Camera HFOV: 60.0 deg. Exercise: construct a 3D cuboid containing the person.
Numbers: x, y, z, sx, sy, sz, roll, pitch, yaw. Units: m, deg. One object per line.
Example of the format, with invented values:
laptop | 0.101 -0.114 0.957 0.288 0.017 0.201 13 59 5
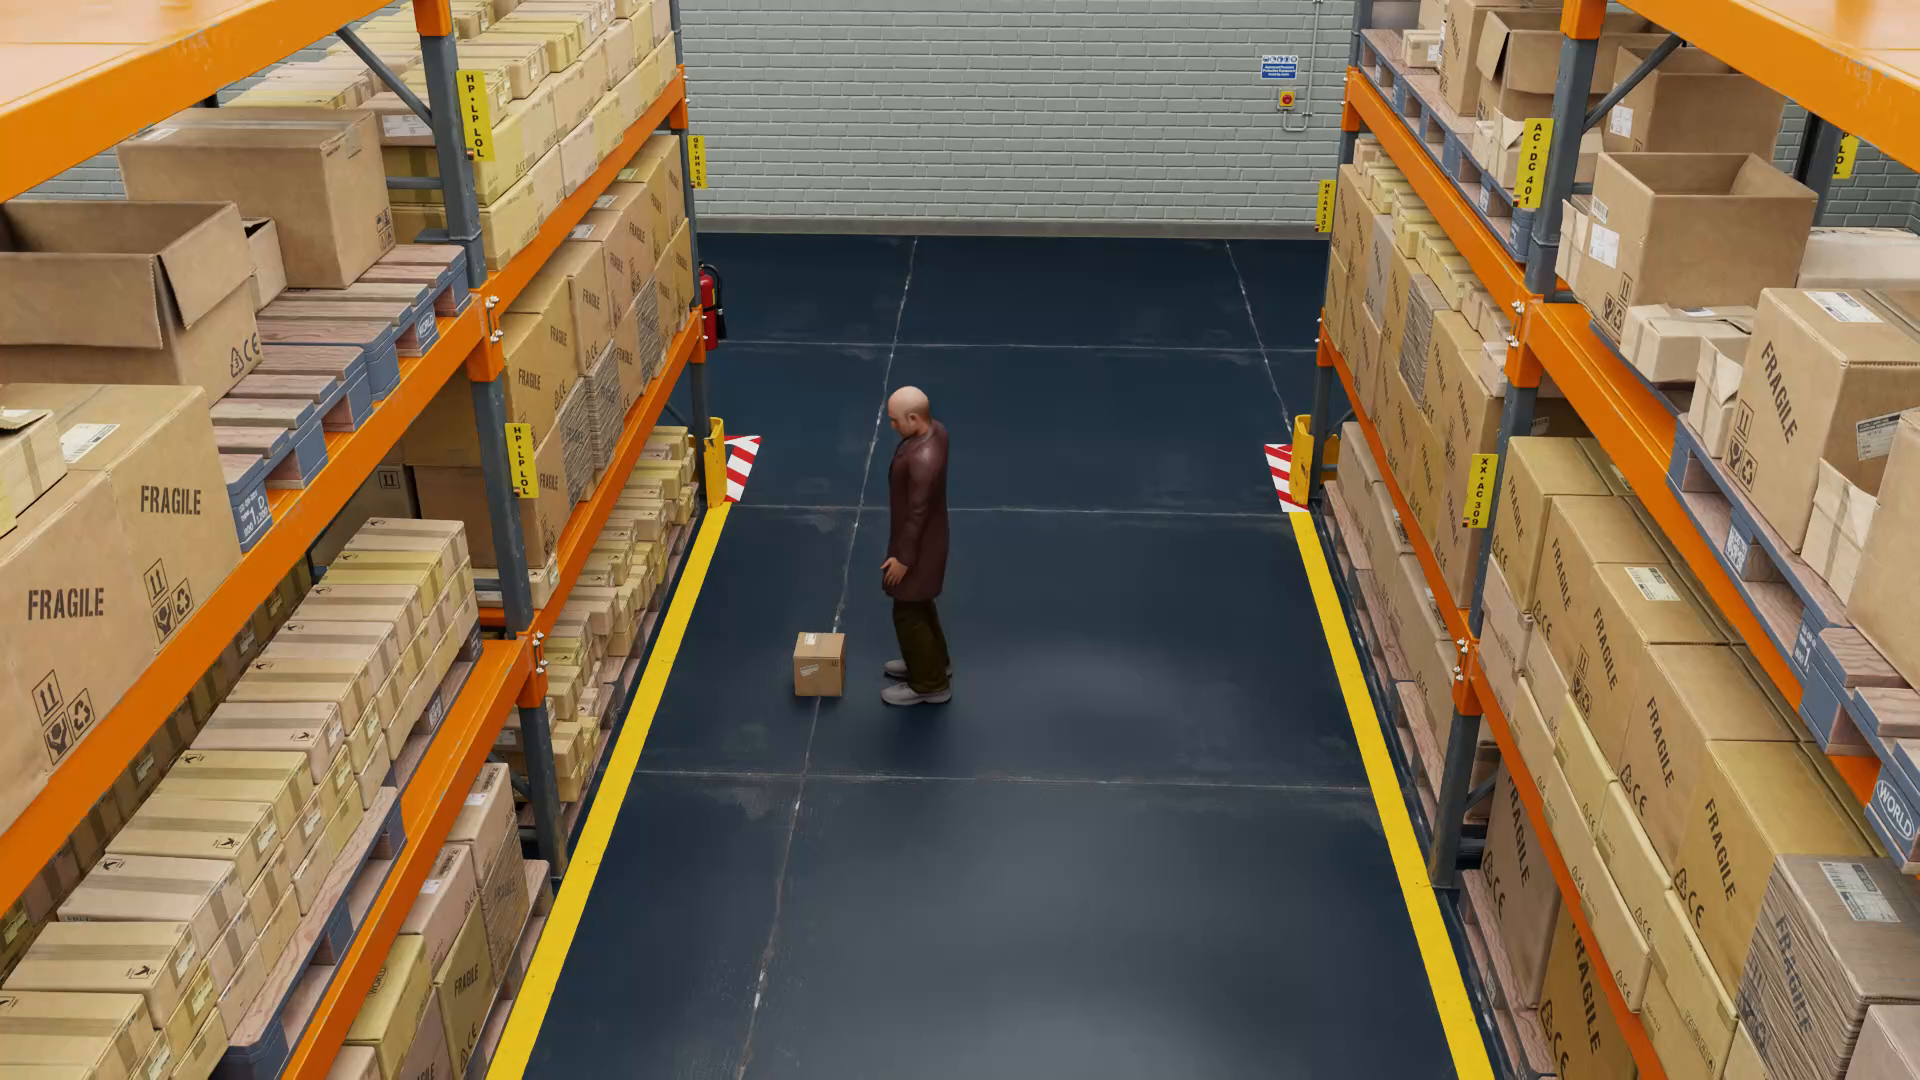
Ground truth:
person | -0.234 0.030 8.599 0.383 1.767 0.567 2 28 3
